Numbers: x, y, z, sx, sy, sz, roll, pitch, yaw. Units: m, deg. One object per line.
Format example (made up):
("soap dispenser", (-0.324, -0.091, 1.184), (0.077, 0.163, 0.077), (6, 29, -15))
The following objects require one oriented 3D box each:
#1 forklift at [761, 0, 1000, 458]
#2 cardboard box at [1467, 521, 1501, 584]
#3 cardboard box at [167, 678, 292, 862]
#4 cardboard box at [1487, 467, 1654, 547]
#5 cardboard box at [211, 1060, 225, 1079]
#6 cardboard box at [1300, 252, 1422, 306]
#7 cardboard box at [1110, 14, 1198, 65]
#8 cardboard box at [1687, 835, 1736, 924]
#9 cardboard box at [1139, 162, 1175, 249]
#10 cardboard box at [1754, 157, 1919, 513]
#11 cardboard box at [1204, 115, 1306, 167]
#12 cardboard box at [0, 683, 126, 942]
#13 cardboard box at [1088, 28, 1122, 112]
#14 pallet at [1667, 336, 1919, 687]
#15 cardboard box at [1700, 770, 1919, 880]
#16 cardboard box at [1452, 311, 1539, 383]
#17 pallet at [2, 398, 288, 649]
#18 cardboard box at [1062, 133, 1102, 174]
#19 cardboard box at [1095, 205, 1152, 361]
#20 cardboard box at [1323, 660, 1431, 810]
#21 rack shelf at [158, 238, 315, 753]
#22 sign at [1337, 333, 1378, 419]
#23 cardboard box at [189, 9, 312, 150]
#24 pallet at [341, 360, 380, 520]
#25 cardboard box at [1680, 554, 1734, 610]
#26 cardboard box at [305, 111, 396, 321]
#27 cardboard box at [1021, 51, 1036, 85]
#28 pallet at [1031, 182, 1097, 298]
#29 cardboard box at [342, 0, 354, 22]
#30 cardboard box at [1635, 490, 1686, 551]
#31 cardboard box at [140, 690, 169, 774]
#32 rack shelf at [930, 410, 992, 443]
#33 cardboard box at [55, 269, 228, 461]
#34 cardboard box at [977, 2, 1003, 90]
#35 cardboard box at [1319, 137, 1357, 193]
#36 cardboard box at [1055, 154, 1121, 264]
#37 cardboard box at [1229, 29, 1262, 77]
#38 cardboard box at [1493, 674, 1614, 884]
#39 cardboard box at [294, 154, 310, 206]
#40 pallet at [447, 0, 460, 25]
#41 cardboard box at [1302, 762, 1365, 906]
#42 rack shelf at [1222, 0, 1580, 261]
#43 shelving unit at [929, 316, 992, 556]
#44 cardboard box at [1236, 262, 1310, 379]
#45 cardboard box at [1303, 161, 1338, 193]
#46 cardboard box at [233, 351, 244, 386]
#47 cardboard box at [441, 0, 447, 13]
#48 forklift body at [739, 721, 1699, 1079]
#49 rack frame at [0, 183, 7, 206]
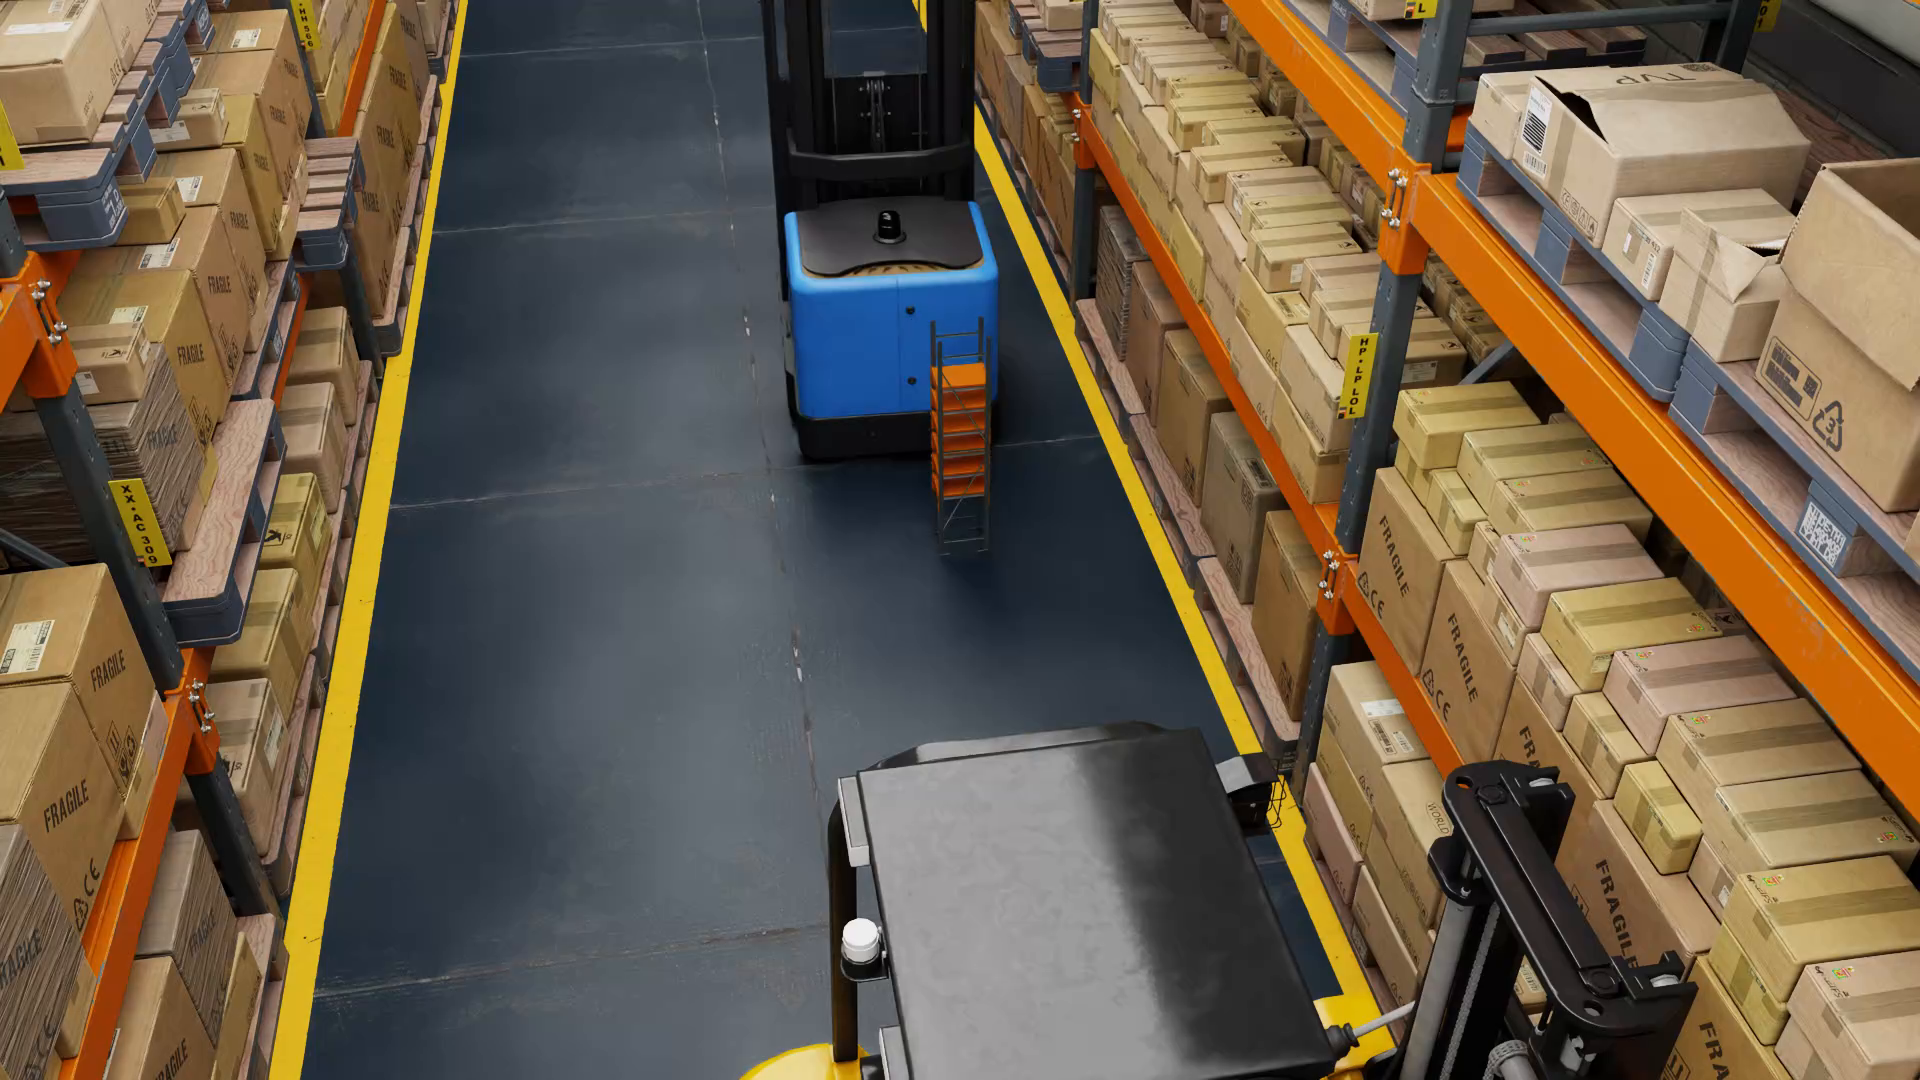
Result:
("forklift", (-0.499, -2.477, 8.949), (1.130, 2.935, 3.031), (-5, 38, -6))
("cardboard box", (1.773, 0.055, 5.023), (0.380, 0.149, 0.250), (-6, 38, -8))
("cardboard box", (-3.124, 0.911, 6.332), (0.950, 0.372, 0.625), (-6, 38, -7))
("cardboard box", (1.808, -0.068, 4.939), (0.380, 0.149, 0.250), (-7, 38, -9))
("cardboard box", (-2.558, 1.925, 5.127), (0.500, 0.250, 0.500), (-7, 38, -9))
("cardboard box", (1.524, -0.966, 6.338), (0.380, 0.149, 0.250), (-6, 38, -8))
("cardboard box", (0.969, -2.507, 8.321), (0.380, 0.149, 0.250), (-5, 38, -7))
("cardboard box", (2.017, 0.828, 4.029), (0.380, 0.149, 0.250), (-6, 38, -8))
("cardboard box", (1.173, -1.628, 7.923), (0.500, 0.250, 0.500), (-7, 38, -9))
("cardboard box", (2.094, -0.423, 3.296), (0.797, 0.503, 0.637), (-5, 38, -6))
("cardboard box", (1.298, -1.743, 7.338), (0.380, 0.149, 0.250), (-6, 38, -8))
("cardboard box", (-2.610, 0.751, 4.415), (0.500, 0.500, 0.500), (-5, 38, -6))
("cardboard box", (0.968, -2.438, 8.557), (0.500, 0.250, 0.500), (-6, 38, -8))
("pallet", (2.242, -0.082, 3.438), (1.003, 0.211, 1.213), (-6, 38, -8))
("cardboard box", (2.012, 0.703, 3.947), (0.380, 0.149, 0.250), (-6, 38, -7))
("cardboard box", (2.006, -0.711, 6.010), (0.380, 0.149, 0.250), (-7, 38, -9))
("pallet", (-3.021, -0.046, 5.920), (1.003, 0.211, 1.213), (-6, 38, -8))
("cardboard box", (0.819, -2.302, 9.835), (0.380, 0.149, 0.250), (-8, 39, -10))
("cardboard box", (1.251, -1.446, 9.160), (0.875, 0.625, 0.625), (-5, 38, -7))
("cardboard box", (1.632, 0.671, 5.926), (0.500, 0.250, 0.500), (-7, 38, -9))
("rack shelf", (-3.381, -0.568, 7.023), (1.077, 0.370, 4.000), (-6, 38, -8))
("sign", (1.324, -0.542, 5.523), (0.100, 0.325, 0.005), (-6, 38, -8))
("cardboard box", (-3.378, -2.138, 7.791), (0.500, 0.500, 0.500), (-7, 38, -9))
("pallet", (-3.596, -0.487, 8.605), (1.003, 0.211, 1.213), (-6, 38, -8))
("cardboard box", (2.365, 0.151, 4.900), (0.380, 0.149, 0.250), (-6, 38, -8))
("cardboard box", (-3.771, -1.813, 9.428), (0.875, 0.875, 0.875), (-7, 38, -8))
("cardboard box", (0.614, -3.106, 10.870), (0.380, 0.149, 0.250), (-8, 39, -10))
("pallet", (1.061, -1.950, 10.488), (1.003, 0.211, 1.213), (-6, 38, -8))
("cardboard box", (-3.742, -3.146, 9.469), (0.500, 0.250, 0.500), (-6, 38, -8))
("cardboard box", (2.272, -0.119, 5.005), (0.380, 0.149, 0.250), (-7, 38, -8))
("cardboard box", (-2.674, 0.616, 5.116), (0.380, 0.149, 0.250), (-7, 38, -8))
("rack shelf", (0.003, -0.525, 7.724), (0.258, 0.103, 0.180), (-6, 38, -8))
("cardboard box", (-2.918, -0.584, 5.790), (0.500, 0.500, 0.500), (-6, 38, -8))
("cardboard box", (0.420, -3.554, 11.975), (0.500, 0.500, 0.500), (-7, 38, -9))
("cardboard box", (1.784, -1.637, 7.202), (0.380, 0.149, 0.250), (-6, 38, -8))
("cardboard box", (0.869, -2.007, 9.984), (0.500, 0.500, 0.500), (-5, 38, -7))
("cardboard box", (1.552, -2.408, 8.195), (0.380, 0.149, 0.250), (-6, 38, -8))
("cardboard box", (1.874, 0.695, 4.729), (0.500, 0.500, 0.500), (-7, 38, -8))
("cardboard box", (-3.236, -1.653, 7.695), (0.380, 0.149, 0.250), (-7, 38, -8))
("pallet", (-4.706, -4.581, 13.875), (1.003, 0.211, 1.213), (-6, 38, -8))
("cardboard box", (1.615, 1.067, 6.230), (0.500, 0.250, 0.500), (-6, 38, -7))
("rack shelf", (1.506, -2.289, 6.792), (1.077, 0.370, 4.000), (-6, 38, -8))
("shelving unit", (0.003, -0.465, 7.771), (0.258, 1.200, 0.189), (-6, 38, -8))
("cardboard box", (1.421, -0.898, 6.575), (0.500, 0.250, 0.500), (-7, 38, -9))
("cardboard box", (1.764, -1.577, 7.450), (0.500, 0.250, 0.500), (-7, 38, -9))
("cardboard box", (-3.021, -0.703, 6.472), (0.380, 0.149, 0.250), (-6, 38, -8))
("cardboard box", (-4.594, -4.562, 13.323), (0.875, 0.438, 0.875), (-7, 38, -9))
("forklift body", (0.429, 1.622, 4.309), (2.313, 2.155, 1.214), (-6, 38, -8))
("rack frame", (-3.030, -2.013, 3.406), (1.000, 3.000, 0.127), (-6, 38, -8))
